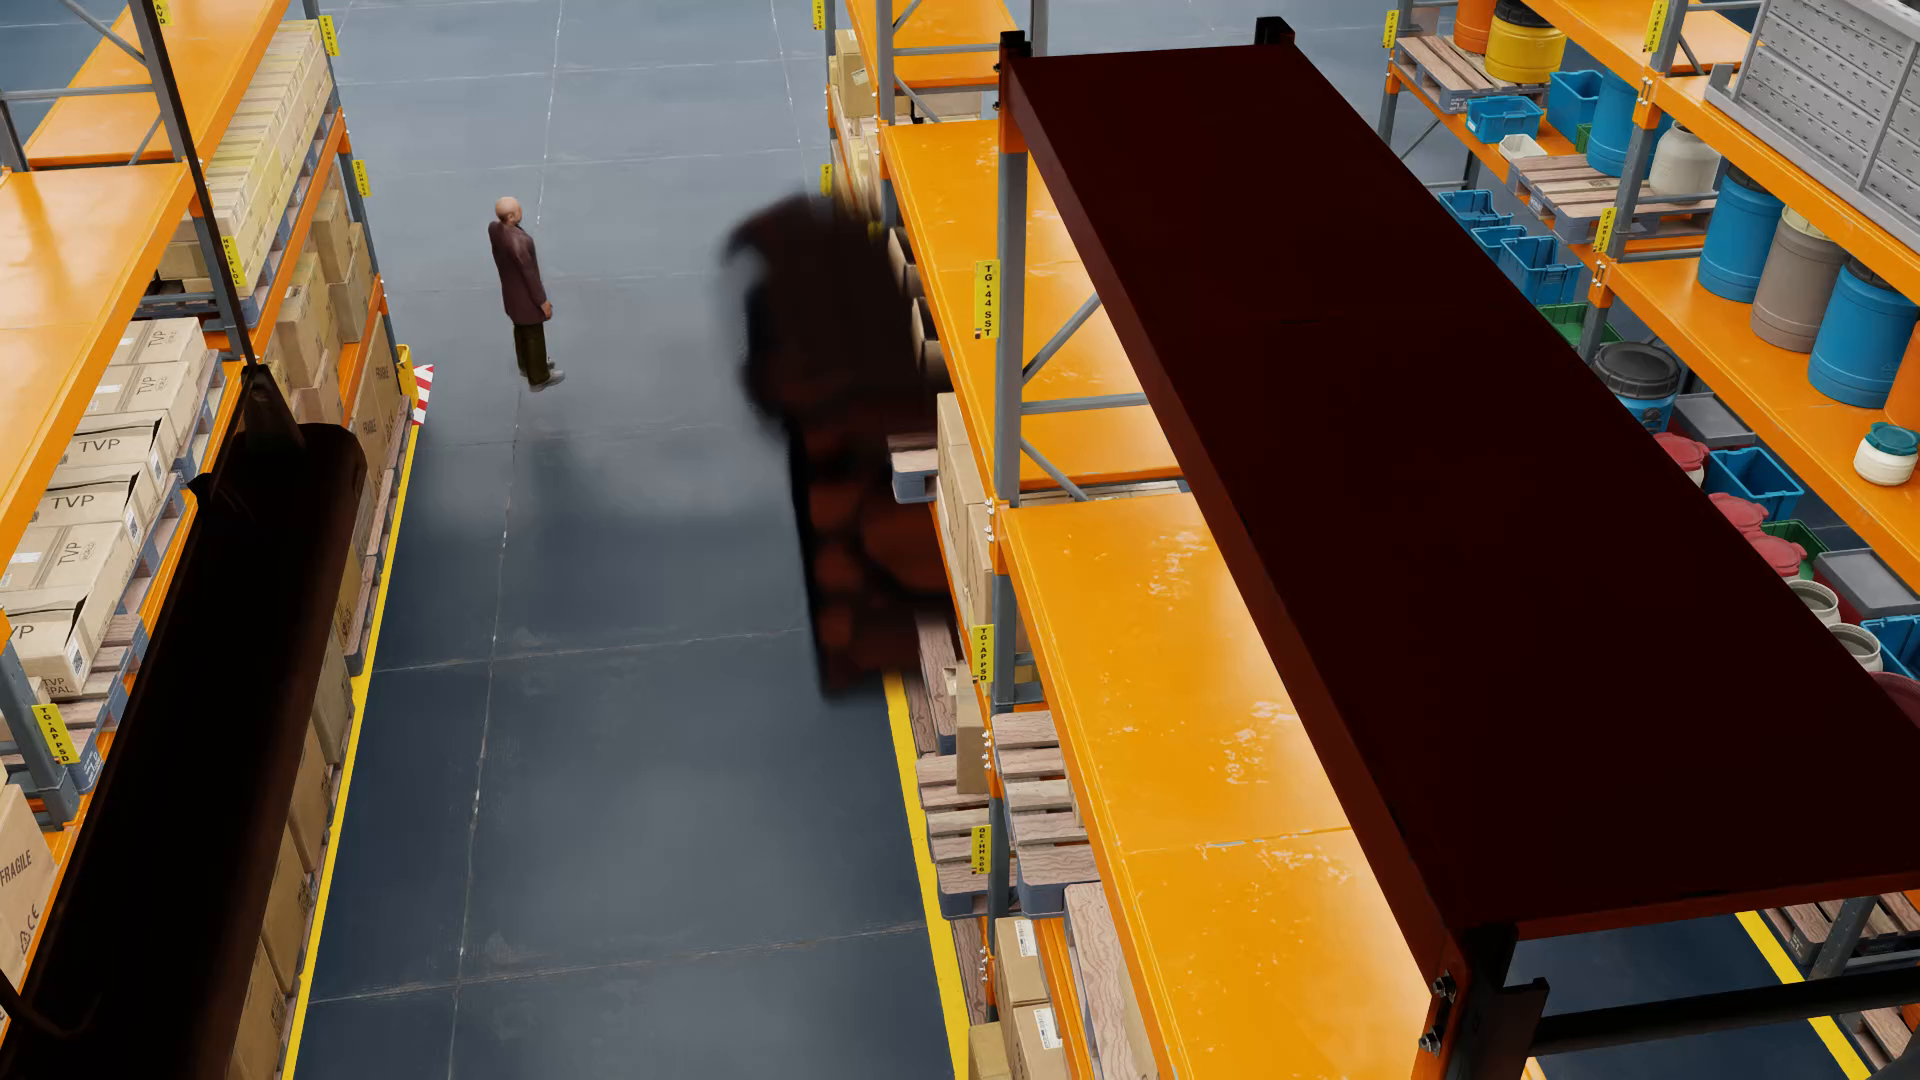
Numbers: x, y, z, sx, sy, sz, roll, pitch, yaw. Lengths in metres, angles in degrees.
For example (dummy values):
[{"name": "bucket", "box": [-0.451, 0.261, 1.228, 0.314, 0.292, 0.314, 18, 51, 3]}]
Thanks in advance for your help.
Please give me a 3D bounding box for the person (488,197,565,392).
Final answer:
[{"name": "person", "box": [-3.724, -2.142, 14.367, 0.413, 1.801, 0.628, -22, 42, -27]}]
